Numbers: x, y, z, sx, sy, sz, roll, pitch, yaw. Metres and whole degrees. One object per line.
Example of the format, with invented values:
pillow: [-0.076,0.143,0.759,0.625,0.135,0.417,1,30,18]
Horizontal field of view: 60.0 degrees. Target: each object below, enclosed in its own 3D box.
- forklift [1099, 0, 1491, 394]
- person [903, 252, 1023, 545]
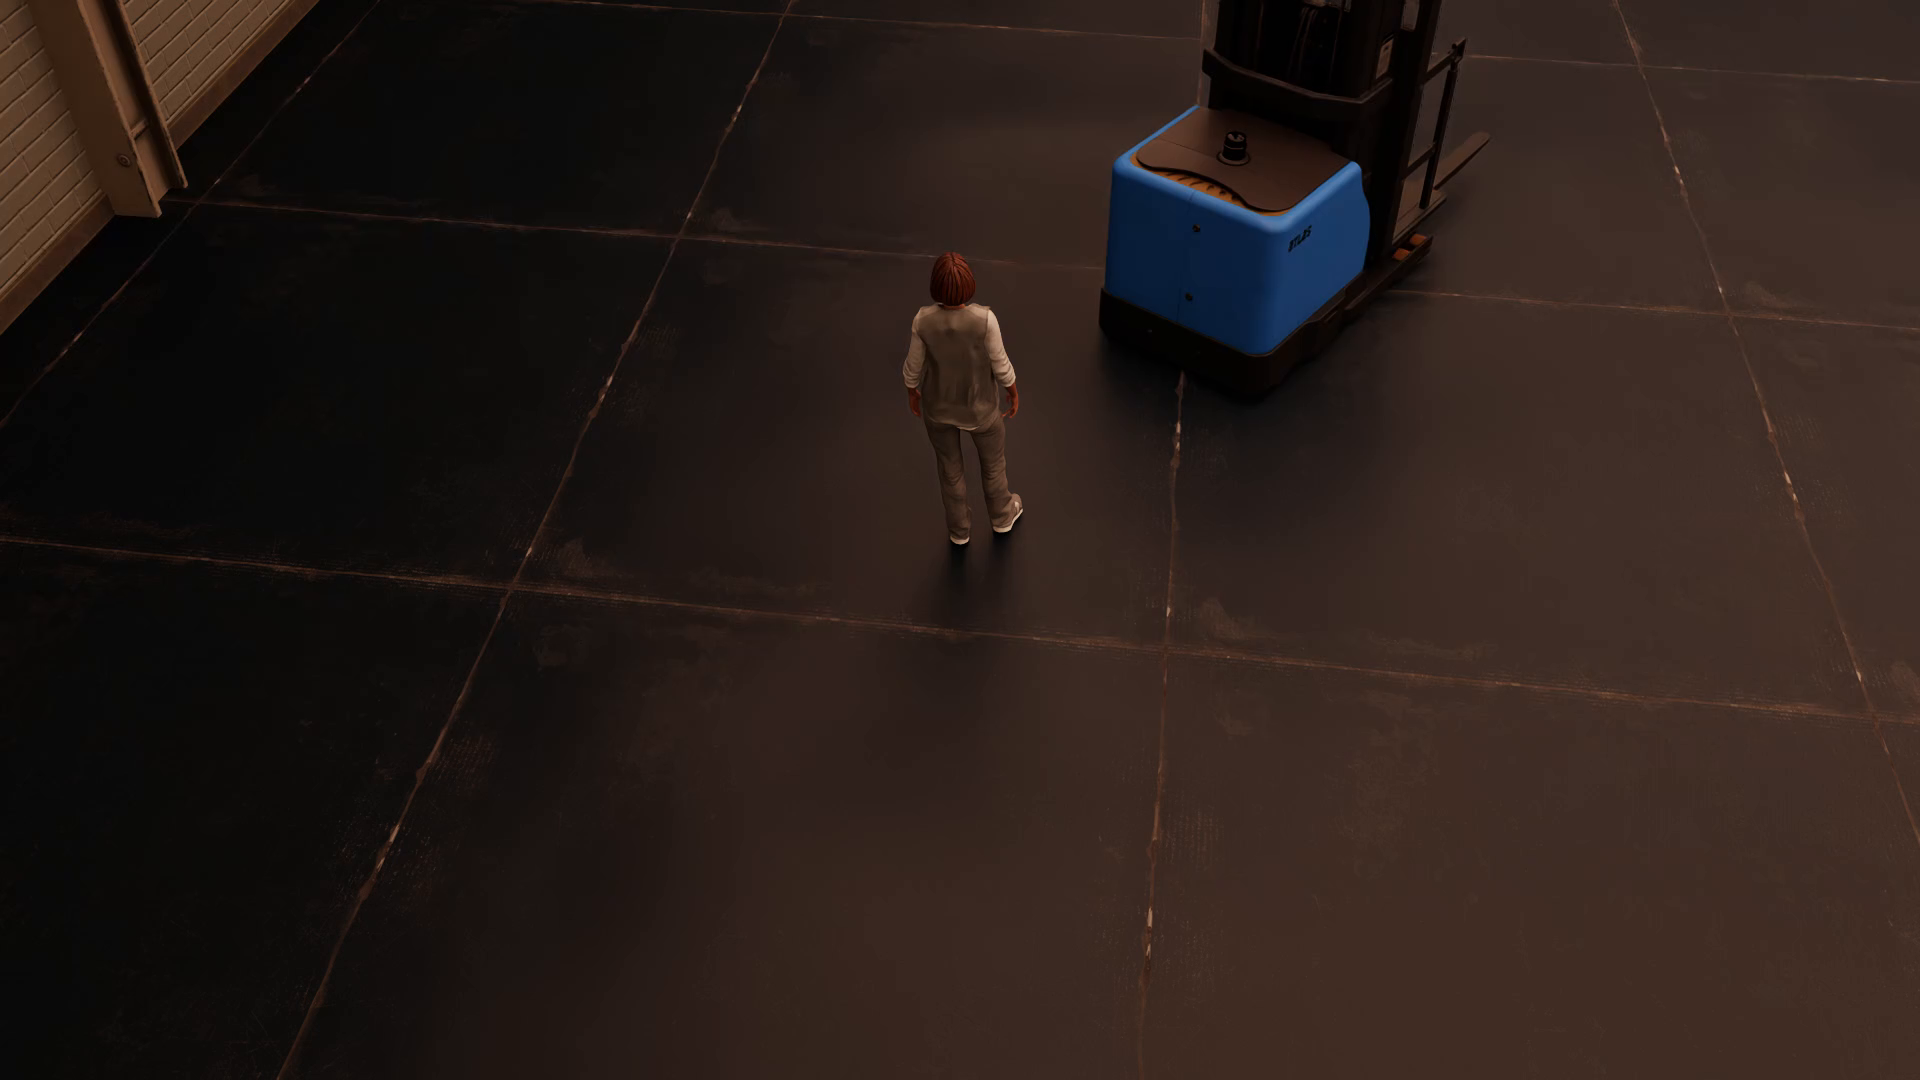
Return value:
forklift: [2.075,-2.772,8.741,1.130,2.935,3.031,29,50,28]
person: [0.024,-0.641,7.398,0.521,1.596,0.475,5,43,6]
